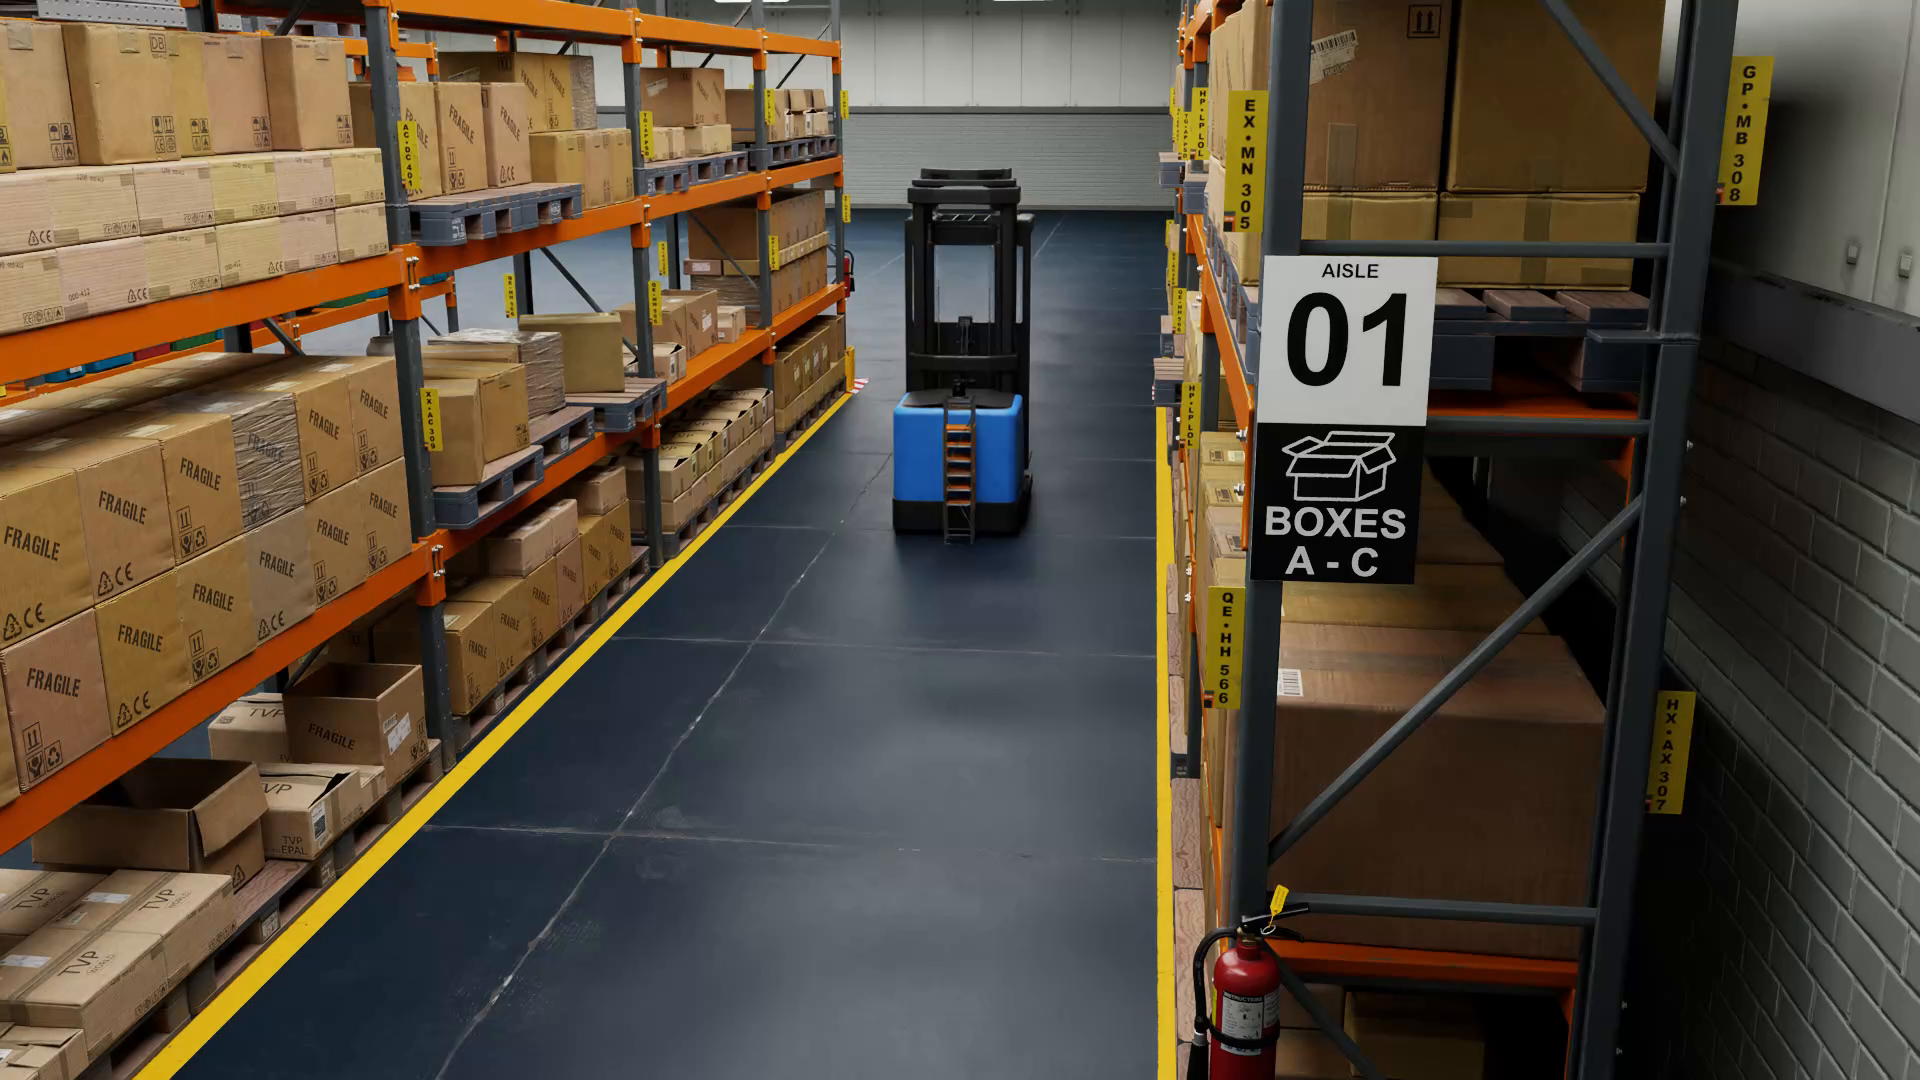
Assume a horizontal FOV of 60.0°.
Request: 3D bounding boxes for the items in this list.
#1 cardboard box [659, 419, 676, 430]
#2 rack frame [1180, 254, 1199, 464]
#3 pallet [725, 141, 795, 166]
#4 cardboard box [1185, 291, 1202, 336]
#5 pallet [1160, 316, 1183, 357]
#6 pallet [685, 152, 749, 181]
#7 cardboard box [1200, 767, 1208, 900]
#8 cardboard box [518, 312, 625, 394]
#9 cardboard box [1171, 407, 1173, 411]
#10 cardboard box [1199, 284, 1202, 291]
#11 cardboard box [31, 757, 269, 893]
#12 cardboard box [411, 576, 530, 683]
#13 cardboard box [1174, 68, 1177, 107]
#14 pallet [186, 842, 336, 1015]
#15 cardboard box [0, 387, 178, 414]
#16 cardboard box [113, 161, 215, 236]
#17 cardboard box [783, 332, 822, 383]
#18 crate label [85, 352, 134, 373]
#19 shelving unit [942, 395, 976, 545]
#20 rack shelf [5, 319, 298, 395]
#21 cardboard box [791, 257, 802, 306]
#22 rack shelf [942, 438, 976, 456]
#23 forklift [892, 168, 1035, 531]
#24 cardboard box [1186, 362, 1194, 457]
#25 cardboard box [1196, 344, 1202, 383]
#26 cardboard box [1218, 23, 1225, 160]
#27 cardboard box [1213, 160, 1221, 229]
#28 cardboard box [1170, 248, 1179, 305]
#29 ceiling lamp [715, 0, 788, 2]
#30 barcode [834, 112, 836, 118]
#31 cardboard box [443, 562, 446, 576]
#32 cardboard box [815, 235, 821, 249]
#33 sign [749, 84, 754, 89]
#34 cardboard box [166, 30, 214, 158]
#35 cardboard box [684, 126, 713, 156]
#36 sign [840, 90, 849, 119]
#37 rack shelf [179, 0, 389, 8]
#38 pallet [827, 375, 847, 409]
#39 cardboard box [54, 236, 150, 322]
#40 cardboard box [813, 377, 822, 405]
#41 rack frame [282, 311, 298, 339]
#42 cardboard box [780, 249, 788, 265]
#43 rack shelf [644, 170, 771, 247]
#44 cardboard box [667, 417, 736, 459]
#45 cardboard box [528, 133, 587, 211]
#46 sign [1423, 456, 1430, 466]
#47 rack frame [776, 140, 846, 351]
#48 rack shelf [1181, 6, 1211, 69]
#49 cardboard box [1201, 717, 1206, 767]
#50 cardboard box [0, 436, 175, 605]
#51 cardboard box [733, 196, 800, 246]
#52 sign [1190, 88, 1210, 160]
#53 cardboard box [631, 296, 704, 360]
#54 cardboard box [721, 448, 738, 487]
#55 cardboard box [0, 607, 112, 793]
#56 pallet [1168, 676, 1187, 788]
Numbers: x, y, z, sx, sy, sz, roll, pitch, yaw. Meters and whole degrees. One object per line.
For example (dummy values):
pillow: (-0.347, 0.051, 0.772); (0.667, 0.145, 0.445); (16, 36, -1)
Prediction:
cardboard box: (-2.822, -0.936, 14.766); (0.500, 0.311, 0.500); (2, 15, 8)
rack frame: (2.115, -1.106, 12.007); (1.000, 3.000, 0.127); (2, 15, 6)
pallet: (-2.285, -3.916, 16.821); (1.003, 0.211, 1.213); (2, 15, 6)
cardboard box: (1.805, -1.552, 11.420); (0.500, 0.250, 0.500); (2, 15, 8)
pallet: (2.336, -1.857, 15.151); (1.003, 0.211, 1.213); (2, 15, 6)
pallet: (-2.442, -3.415, 15.166); (0.805, 0.209, 1.217); (1, 15, 4)
cardboard box: (1.418, 1.256, 7.254); (0.700, 0.500, 0.500); (2, 15, 6)
cardboard box: (-2.766, -1.336, 11.859); (0.700, 0.500, 0.500); (-3, 16, -13)
cardboard box: (2.654, -1.673, 18.050); (0.700, 0.500, 0.500); (1, 15, 3)
cardboard box: (2.277, -1.813, 13.586); (0.700, 0.500, 0.500); (2, 15, 6)
cardboard box: (-3.465, 1.266, 7.172); (0.797, 0.503, 0.637); (2, 15, 6)
cardboard box: (-2.913, 0.524, 9.925); (0.500, 0.500, 0.500); (2, 15, 7)
cardboard box: (2.627, -4.948, 18.324); (0.500, 0.500, 0.500); (2, 15, 6)
pallet: (-3.472, 1.628, 7.238); (1.003, 0.211, 1.213); (2, 15, 6)
cardboard box: (-3.707, -0.364, 7.153); (0.500, 0.500, 0.500); (1, 15, 5)
cardboard box: (-3.219, -1.308, 6.335); (0.500, 0.250, 0.500); (2, 15, 6)
cardboard box: (-1.825, -2.026, 18.435); (0.500, 0.500, 0.500); (2, 15, 6)
crate label: (-7.347, -1.665, 14.005); (0.502, 0.435, 0.616); (2, 15, 6)
shelving unit: (-0.005, -0.563, 13.447); (0.258, 1.200, 0.189); (1, 15, 5)
rack shelf: (-7.503, -1.570, 15.098); (1.077, 0.370, 4.000); (2, 15, 6)
cardboard box: (-2.142, -2.852, 18.272); (0.700, 0.500, 0.500); (2, 15, 8)
rack shelf: (-0.005, -0.752, 13.396); (0.258, 0.103, 0.180); (1, 15, 5)
forklift: (0.089, -1.819, 14.776); (1.130, 2.935, 3.031); (1, 15, 5)
cardboard box: (1.630, -0.790, 10.037); (0.500, 0.500, 0.500); (2, 15, 8)
cardboard box: (1.530, -0.893, 8.983); (0.500, 0.250, 0.500); (2, 15, 7)
cardboard box: (1.203, -1.619, 6.011); (0.500, 0.500, 0.500); (2, 15, 7)
cardboard box: (1.202, -1.259, 6.116); (0.500, 0.250, 0.500); (1, 15, 5)
cardboard box: (2.313, -2.575, 16.250); (0.500, 0.500, 0.500); (2, 15, 6)
ceiling lamp: (-5.474, -15.829, 43.778); (2.000, 3.185, 0.800); (2, 15, 6)
barcode: (-1.459, -4.962, 19.407); (0.001, 0.075, 0.075); (2, 15, 6)
cardboard box: (-3.366, 0.386, 10.434); (0.500, 0.500, 0.500); (2, 15, 7)
cardboard box: (-1.815, -3.449, 19.235); (0.380, 0.149, 0.250); (1, 15, 5)
sign: (-2.455, -5.252, 19.766); (0.100, 0.325, 0.005); (2, 15, 6)
cardboard box: (-3.523, -1.810, 6.756); (0.700, 0.500, 0.500); (2, 15, 6)
cardboard box: (-2.494, -3.565, 14.836); (0.500, 0.250, 0.500); (0, 15, 1)
sign: (-1.367, -5.144, 19.647); (0.100, 0.325, 0.005); (2, 15, 6)
rack shelf: (-3.484, -2.242, 6.099); (1.077, 0.370, 4.000); (2, 15, 6)
pallet: (-1.949, -1.781, 19.842); (1.003, 0.211, 1.213); (2, 15, 6)
cardboard box: (-3.275, -0.937, 5.921); (0.500, 0.250, 0.500); (2, 15, 6)
cardboard box: (-1.829, -1.664, 18.534); (0.500, 0.250, 0.500); (2, 15, 6)
rack frame: (-7.277, -2.436, 16.923); (1.000, 3.000, 0.127); (2, 15, 6)
cardboard box: (-2.019, -2.979, 17.498); (0.380, 0.149, 0.250); (1, 15, 4)
rack shelf: (-2.581, -2.871, 14.164); (1.077, 0.370, 4.000); (2, 15, 6)
cardboard box: (-2.288, -0.927, 14.731); (0.500, 0.311, 0.500); (2, 15, 6)
cardboard box: (-2.939, -2.366, 10.728); (0.910, 0.500, 0.500); (2, 15, 6)
sign: (2.216, -0.509, 7.988); (0.100, 0.325, 0.005); (2, 15, 6)
rack frame: (-1.904, -3.326, 20.216); (1.000, 3.000, 0.127); (2, 15, 6)
rack shelf: (2.341, -3.981, 13.288); (1.077, 0.370, 4.000); (2, 15, 6)
cardboard box: (1.258, 0.896, 7.342); (0.380, 0.149, 0.250); (2, 15, 8)
cardboard box: (-3.285, -0.080, 6.104); (0.500, 0.500, 0.500); (2, 15, 7)
cardboard box: (-2.142, -3.469, 18.068); (0.700, 0.500, 0.500); (2, 15, 6)
sign: (1.124, -1.932, 7.720); (0.100, 0.325, 0.005); (2, 15, 6)
cardboard box: (-2.574, -1.872, 14.646); (0.500, 0.500, 0.500); (2, 15, 6)
cardboard box: (-2.289, -0.652, 14.791); (0.500, 0.250, 0.500); (2, 15, 7)
cardboard box: (-3.345, 0.534, 5.749); (0.500, 0.500, 0.500); (2, 15, 6)
pallet: (1.676, 1.075, 9.283); (1.003, 0.211, 1.213); (2, 15, 6)
